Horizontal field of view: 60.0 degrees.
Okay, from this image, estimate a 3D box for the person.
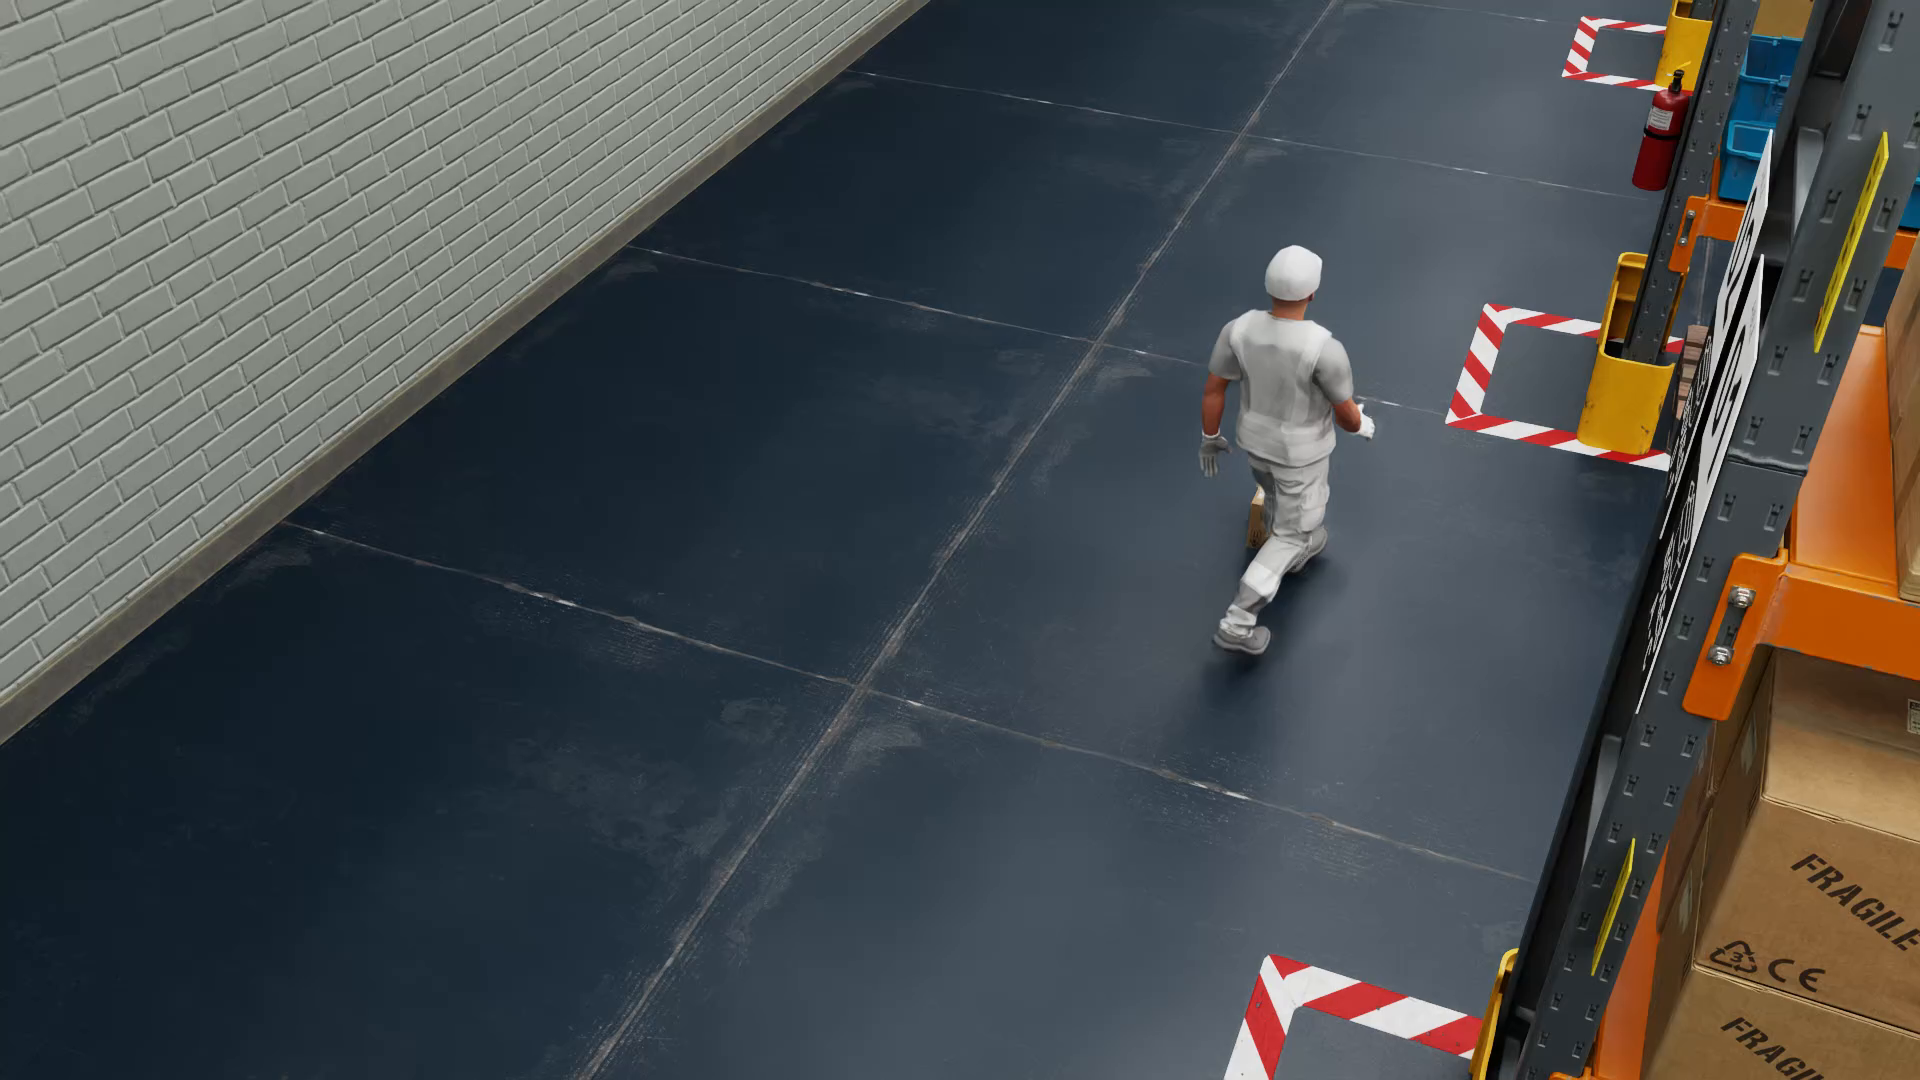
[{"bbox_3d":[1.327,-0.412,6.709,0.559,1.749,1.062,31,47,34],"label":"person"}]
